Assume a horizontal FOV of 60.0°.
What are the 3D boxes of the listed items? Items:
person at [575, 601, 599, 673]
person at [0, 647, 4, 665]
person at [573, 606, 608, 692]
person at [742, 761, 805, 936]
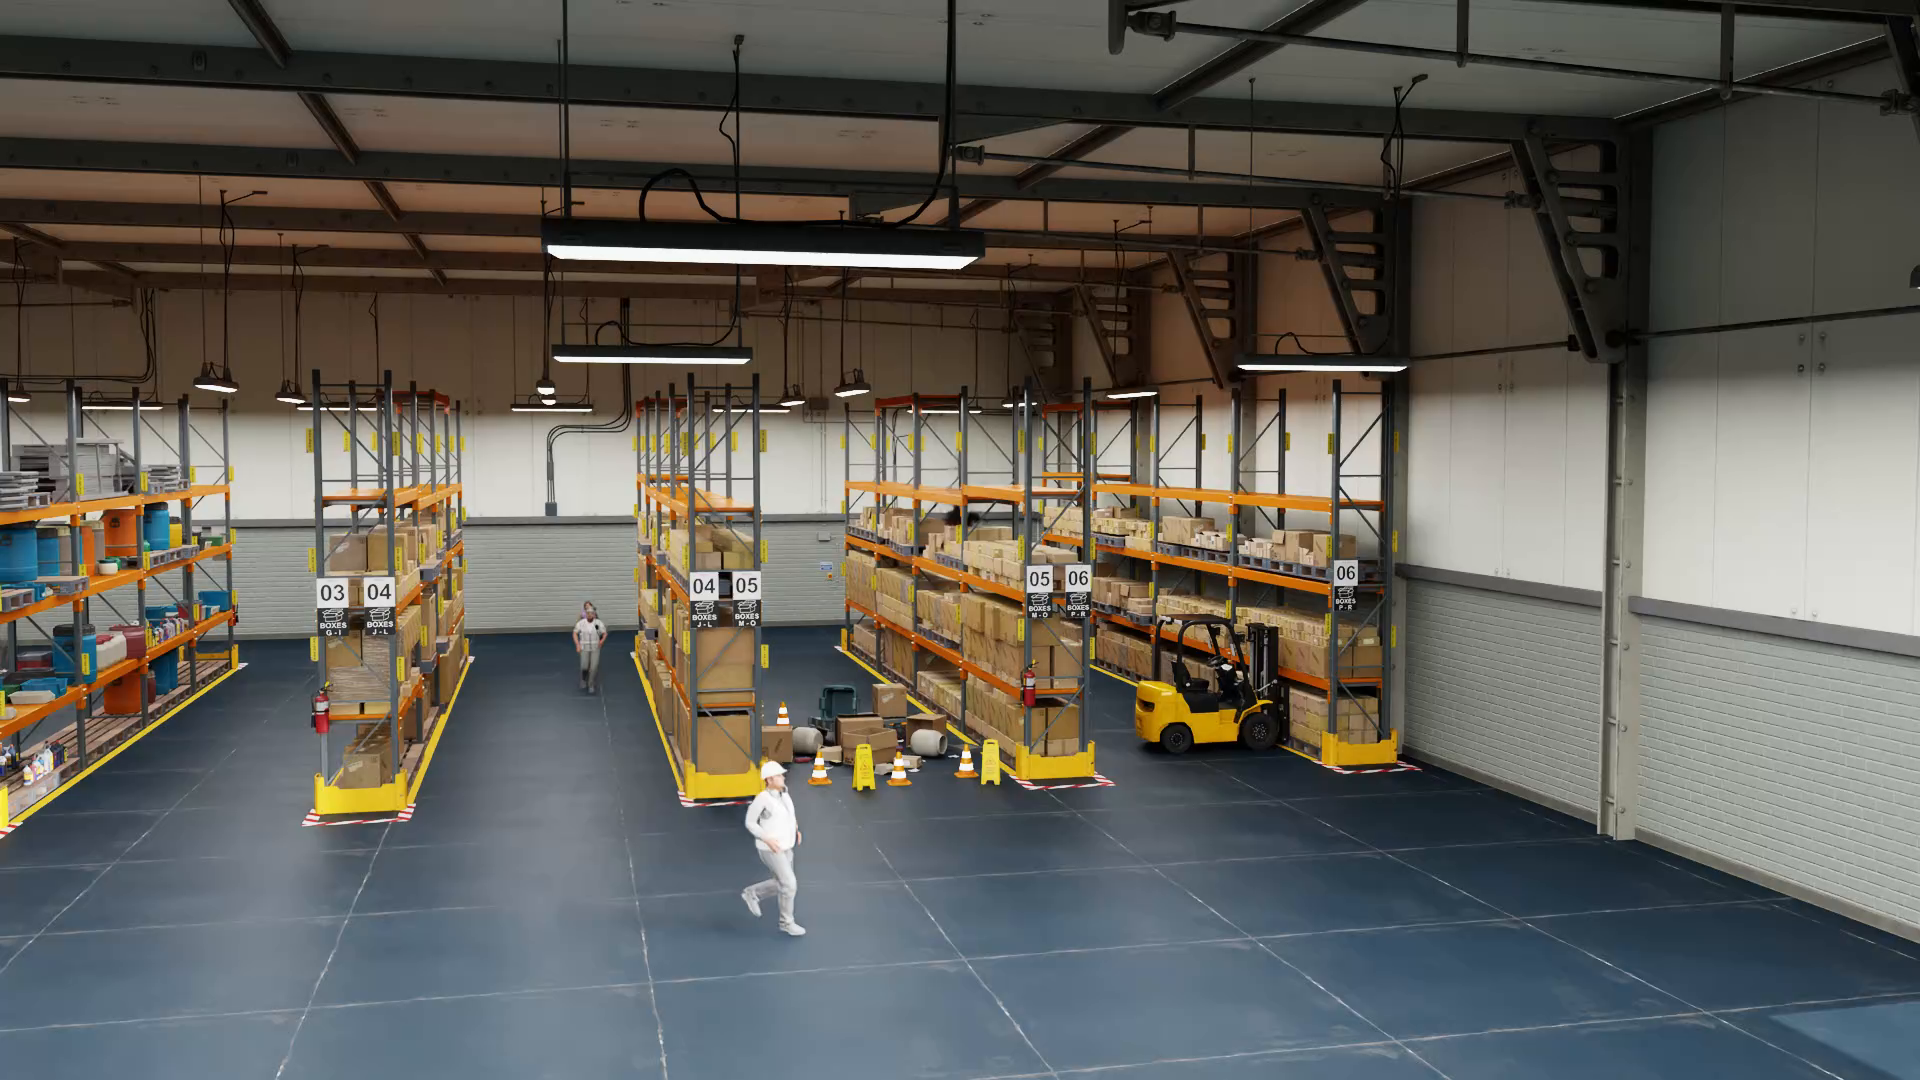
[{"bbox_3d":[-8.068,2.119,36.111,0.555,1.592,0.866,-1,4,-20],"label":"person"},{"bbox_3d":[-17.766,2.416,30.271,0.655,1.690,0.815,-1,4,-23],"label":"person"},{"bbox_3d":[-7.441,2.196,33.519,0.675,1.749,0.594,-1,3,-16],"label":"person"},{"bbox_3d":[-1.935,3.141,17.067,0.789,1.753,0.673,1,4,22],"label":"person"}]
